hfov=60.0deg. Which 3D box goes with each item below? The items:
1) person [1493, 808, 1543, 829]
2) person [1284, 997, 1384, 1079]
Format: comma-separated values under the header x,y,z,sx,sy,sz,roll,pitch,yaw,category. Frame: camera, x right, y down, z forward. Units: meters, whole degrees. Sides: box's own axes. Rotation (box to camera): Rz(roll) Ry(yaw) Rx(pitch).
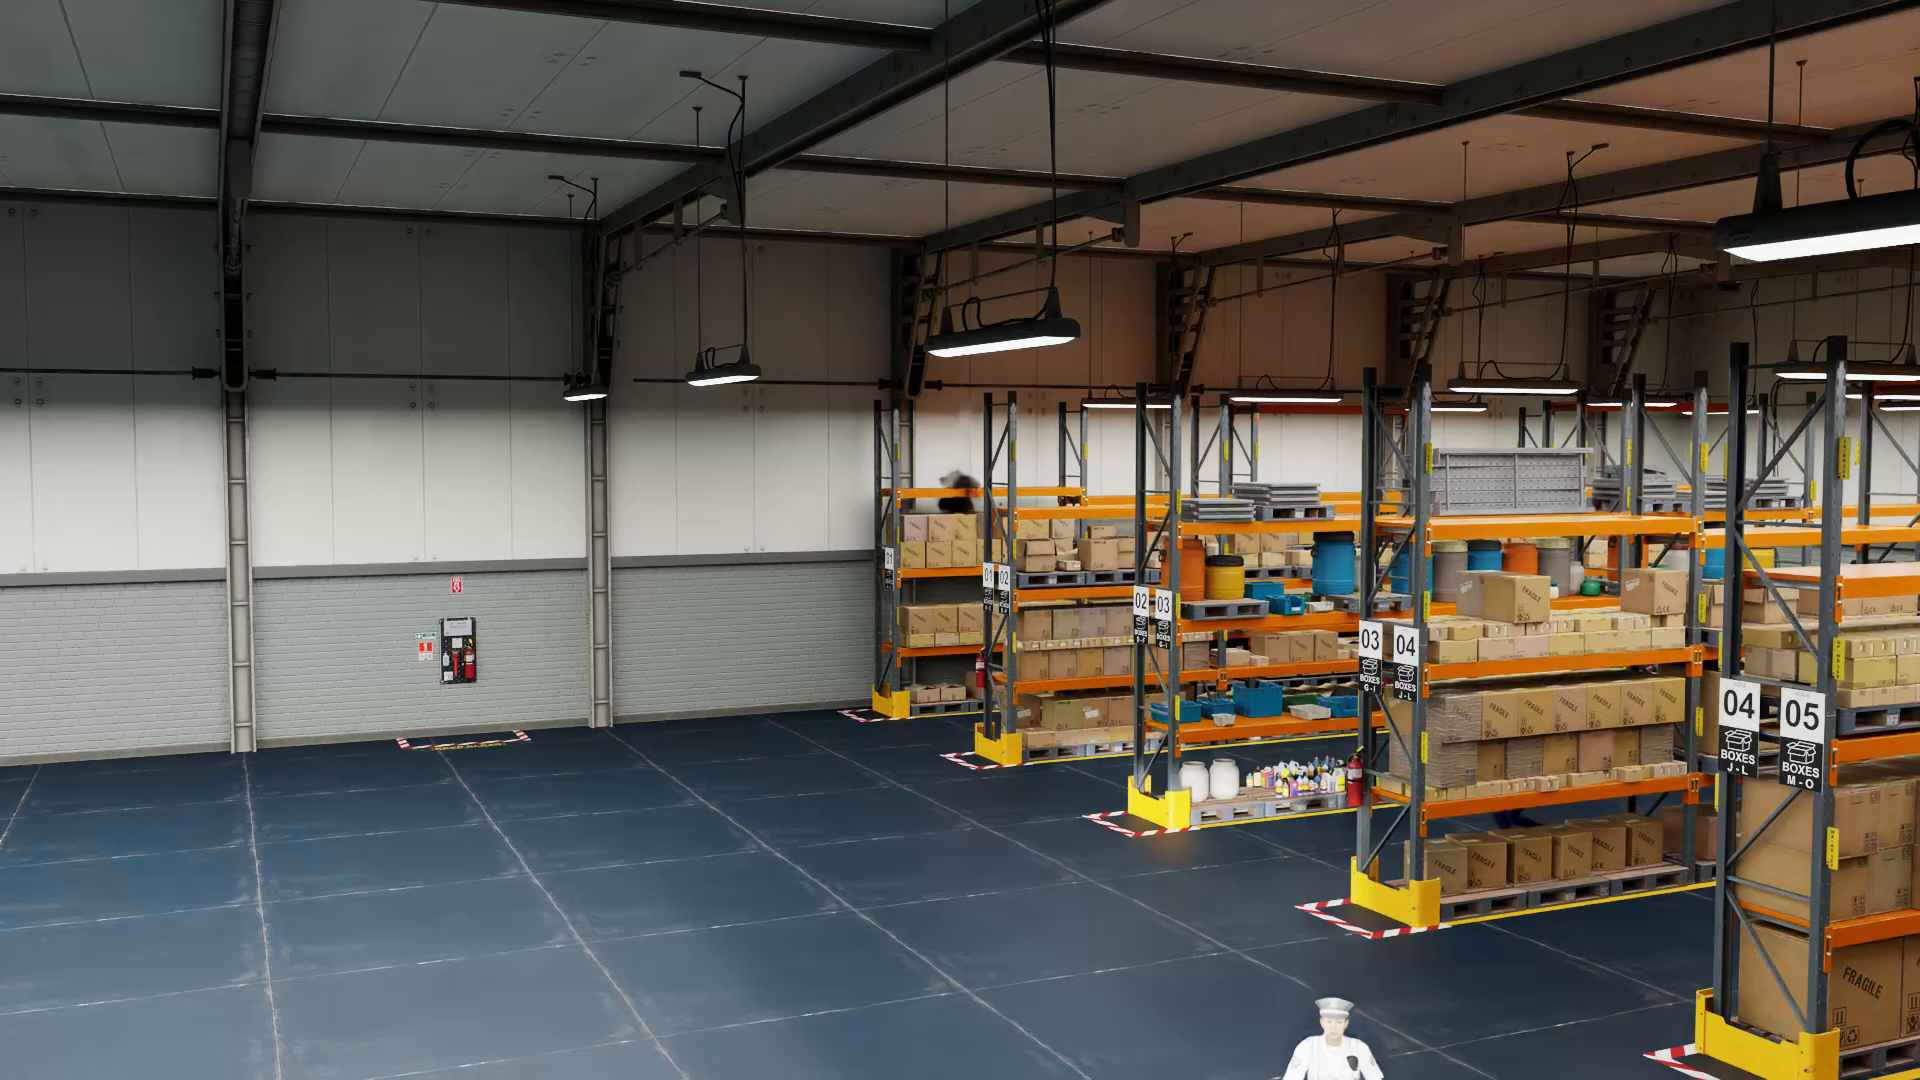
x,y,z,sx,sy,sz,roll,pitch,yaw,category
7.061,3.141,21.134,0.559,1.585,0.608,-1,4,-22,person
2.376,3.704,10.597,0.626,1.669,0.760,1,3,13,person
